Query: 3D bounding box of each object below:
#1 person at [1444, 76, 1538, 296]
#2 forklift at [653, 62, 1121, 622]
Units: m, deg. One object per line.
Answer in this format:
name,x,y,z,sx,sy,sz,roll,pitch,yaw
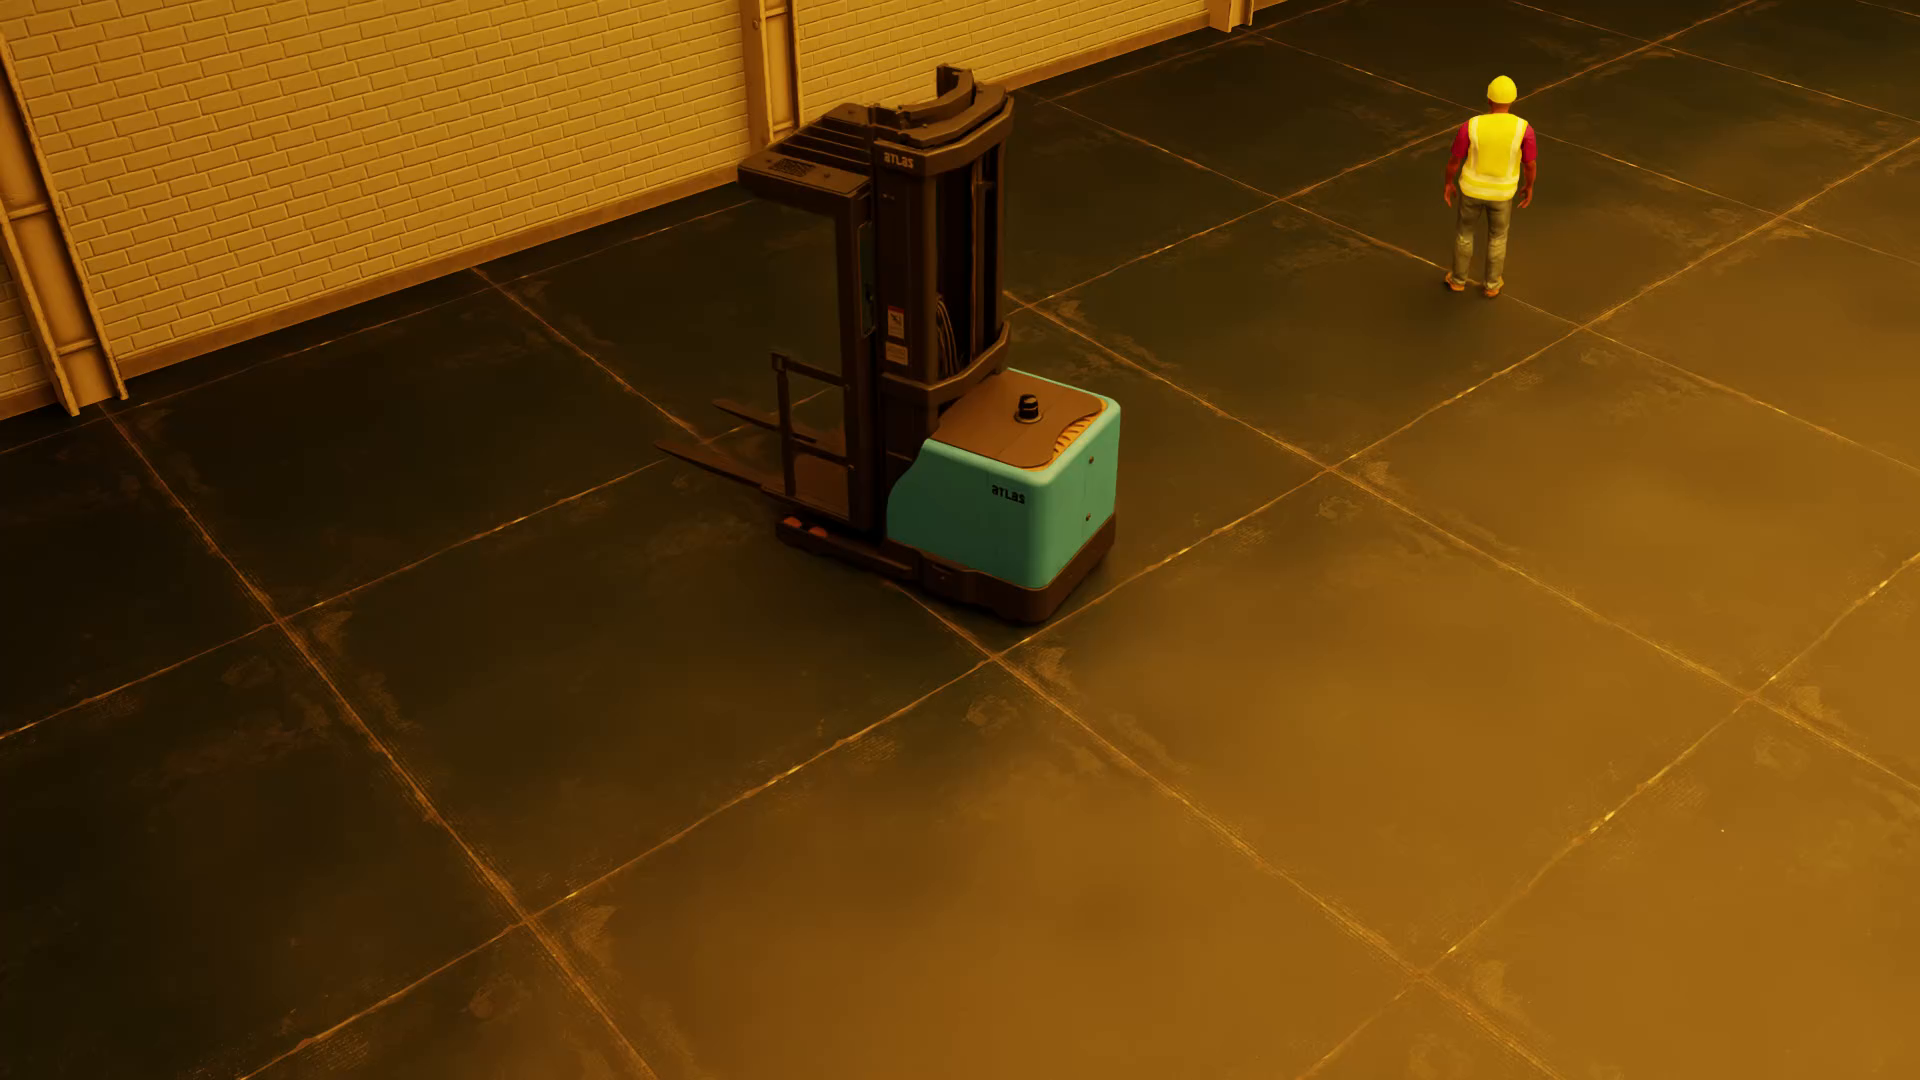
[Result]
person,4.028,-2.694,12.681,0.661,1.777,0.504,11,38,14
forklift,-0.565,-1.346,9.856,3.031,2.935,1.130,20,41,25
